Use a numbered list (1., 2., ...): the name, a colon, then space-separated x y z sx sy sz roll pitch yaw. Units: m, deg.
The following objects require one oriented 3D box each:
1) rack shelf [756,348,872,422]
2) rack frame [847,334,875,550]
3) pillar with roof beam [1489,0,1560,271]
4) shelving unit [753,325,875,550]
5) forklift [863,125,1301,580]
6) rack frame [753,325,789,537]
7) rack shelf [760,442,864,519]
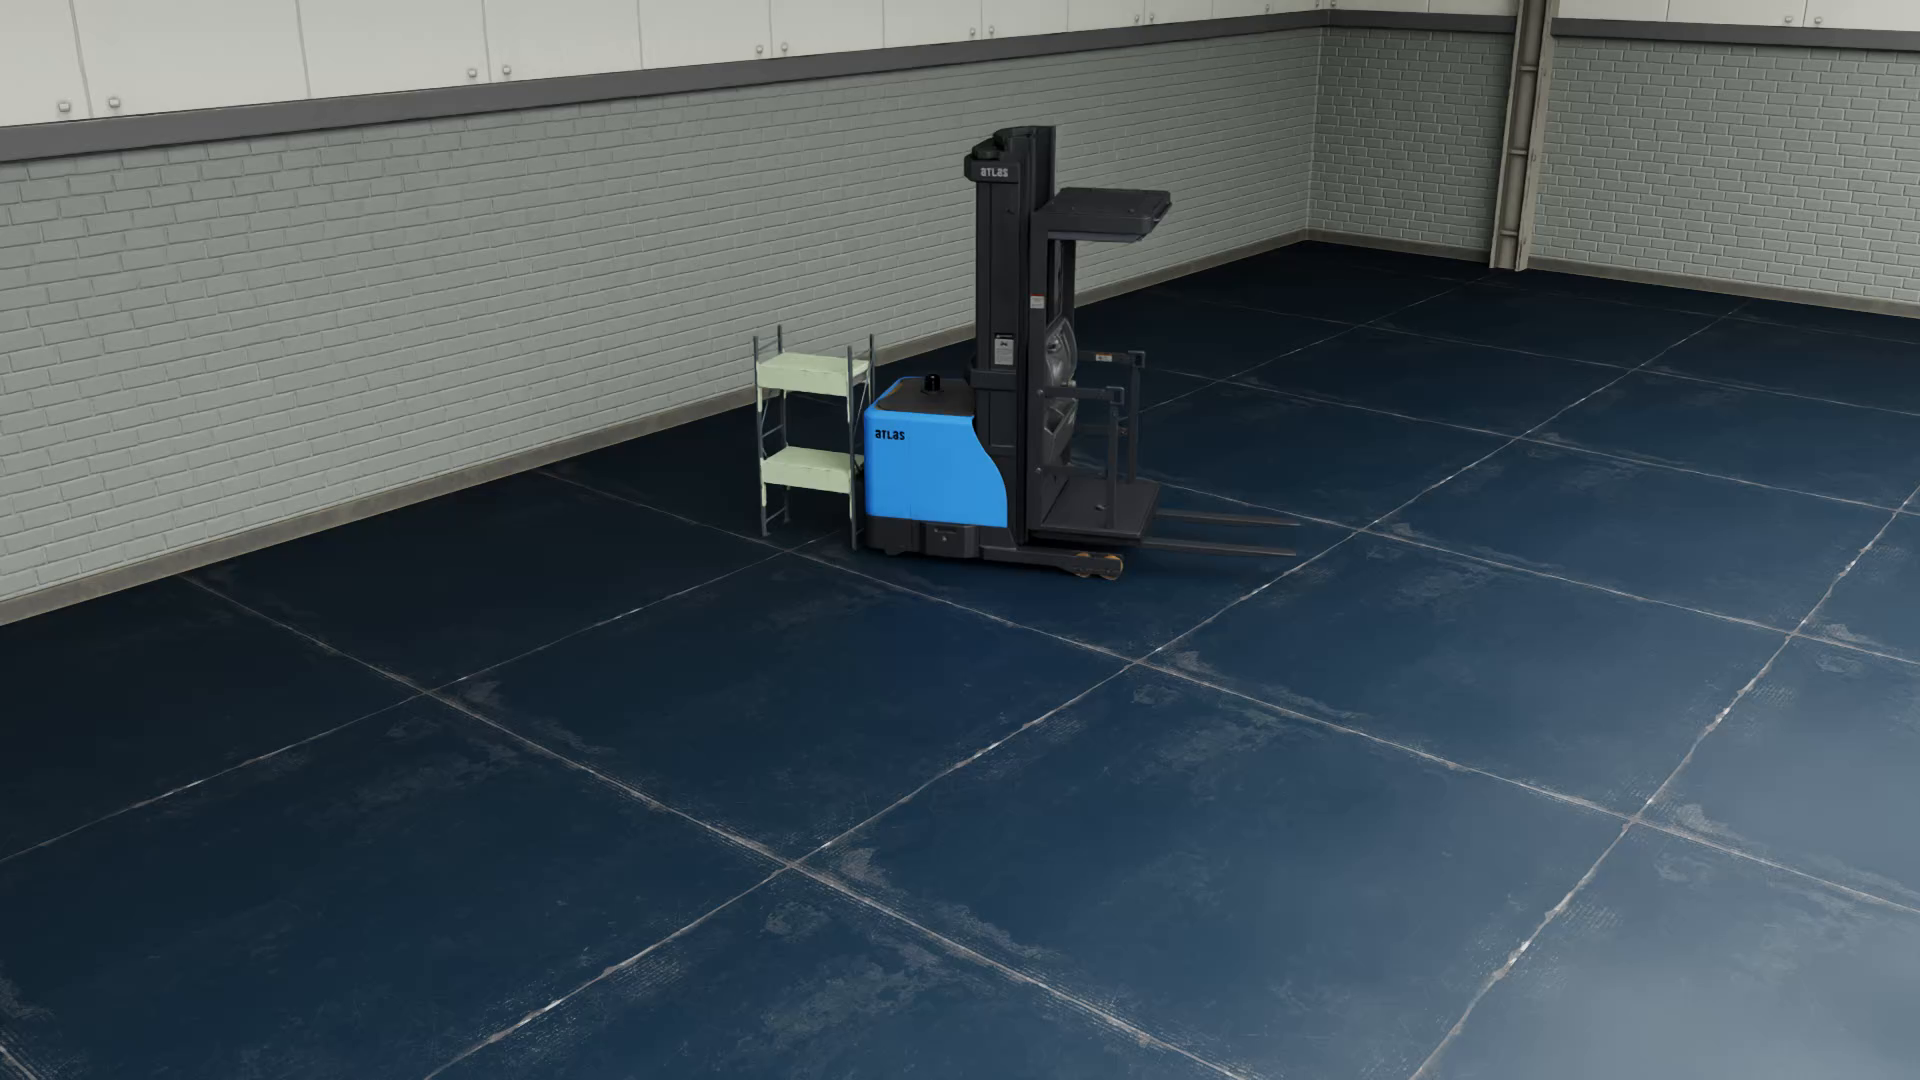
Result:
1. rack shelf: -1.034 -1.110 11.879 0.720 0.370 0.431 8 22 20
2. rack frame: -0.694 -0.697 11.891 0.023 1.500 0.400 8 22 20
3. pillar with roof beam: 4.371 -6.558 16.806 0.400 9.000 9.100 16 26 36
4. shelving unit: -1.034 -0.744 12.017 0.755 1.500 0.431 8 22 20
5. forklift: 0.886 -1.305 11.474 3.031 2.935 1.130 5 21 13
6. rack frame: -1.374 -0.792 12.143 0.023 1.500 0.400 8 22 20
7. rack shelf: -1.034 -0.439 12.132 0.720 0.370 0.431 8 22 20
